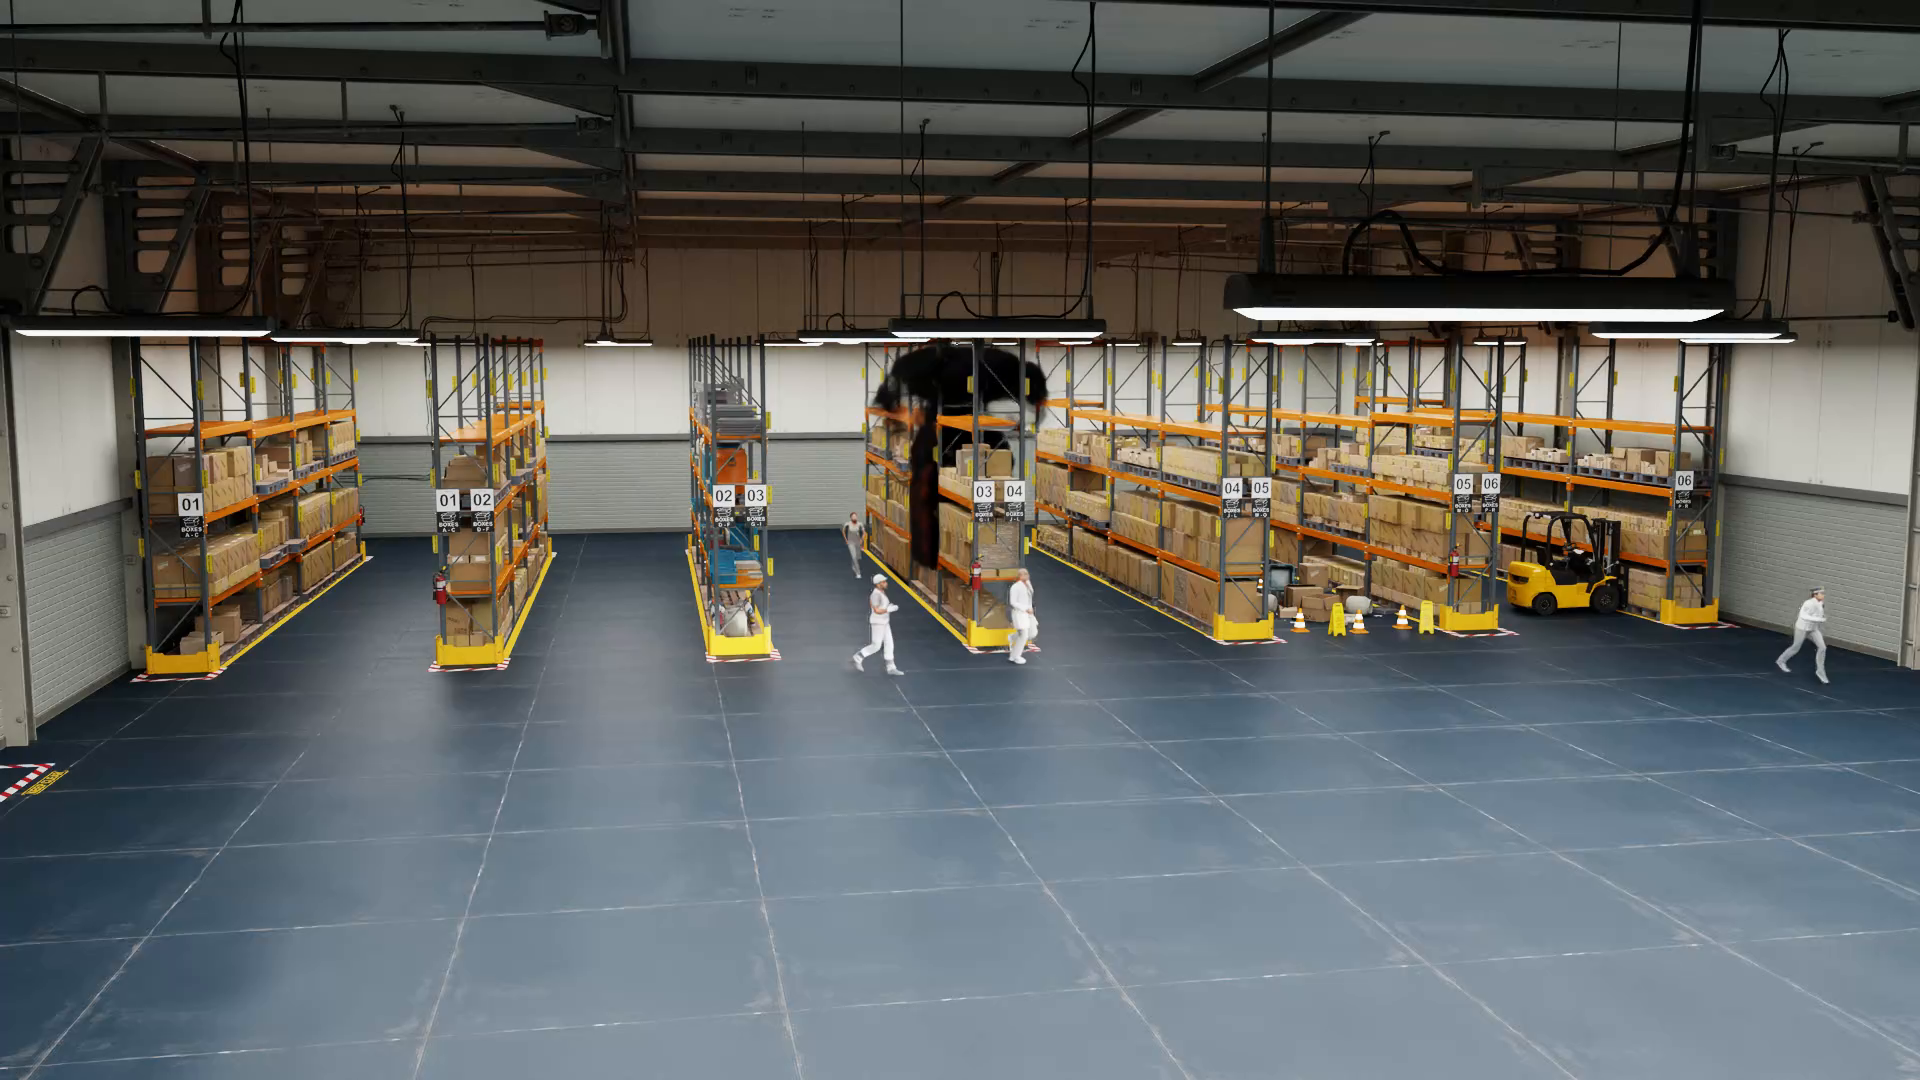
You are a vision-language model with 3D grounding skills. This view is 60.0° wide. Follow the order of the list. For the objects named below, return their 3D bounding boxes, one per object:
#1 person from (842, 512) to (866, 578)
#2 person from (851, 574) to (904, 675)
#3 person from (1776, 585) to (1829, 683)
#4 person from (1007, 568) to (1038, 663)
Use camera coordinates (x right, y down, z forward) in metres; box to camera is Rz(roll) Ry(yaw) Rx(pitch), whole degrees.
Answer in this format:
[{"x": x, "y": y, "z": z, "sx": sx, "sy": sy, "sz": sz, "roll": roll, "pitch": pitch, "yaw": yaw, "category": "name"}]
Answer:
[{"x": -2.676, "y": 0.111, "z": 42.015, "sx": 0.589, "sy": 1.649, "sz": 0.811, "roll": -1, "pitch": 7, "yaw": -11, "category": "person"}, {"x": -1.445, "y": 1.478, "z": 29.147, "sx": 0.941, "sy": 1.774, "sz": 0.660, "roll": 1, "pitch": 7, "yaw": 13, "category": "person"}, {"x": 14.713, "y": 1.594, "z": 28.964, "sx": 0.594, "sy": 1.695, "sz": 0.992, "roll": -3, "pitch": 7, "yaw": -24, "category": "person"}, {"x": 1.153, "y": 1.379, "z": 30.516, "sx": 0.702, "sy": 1.741, "sz": 0.742, "roll": 5, "pitch": 8, "yaw": 36, "category": "person"}]
